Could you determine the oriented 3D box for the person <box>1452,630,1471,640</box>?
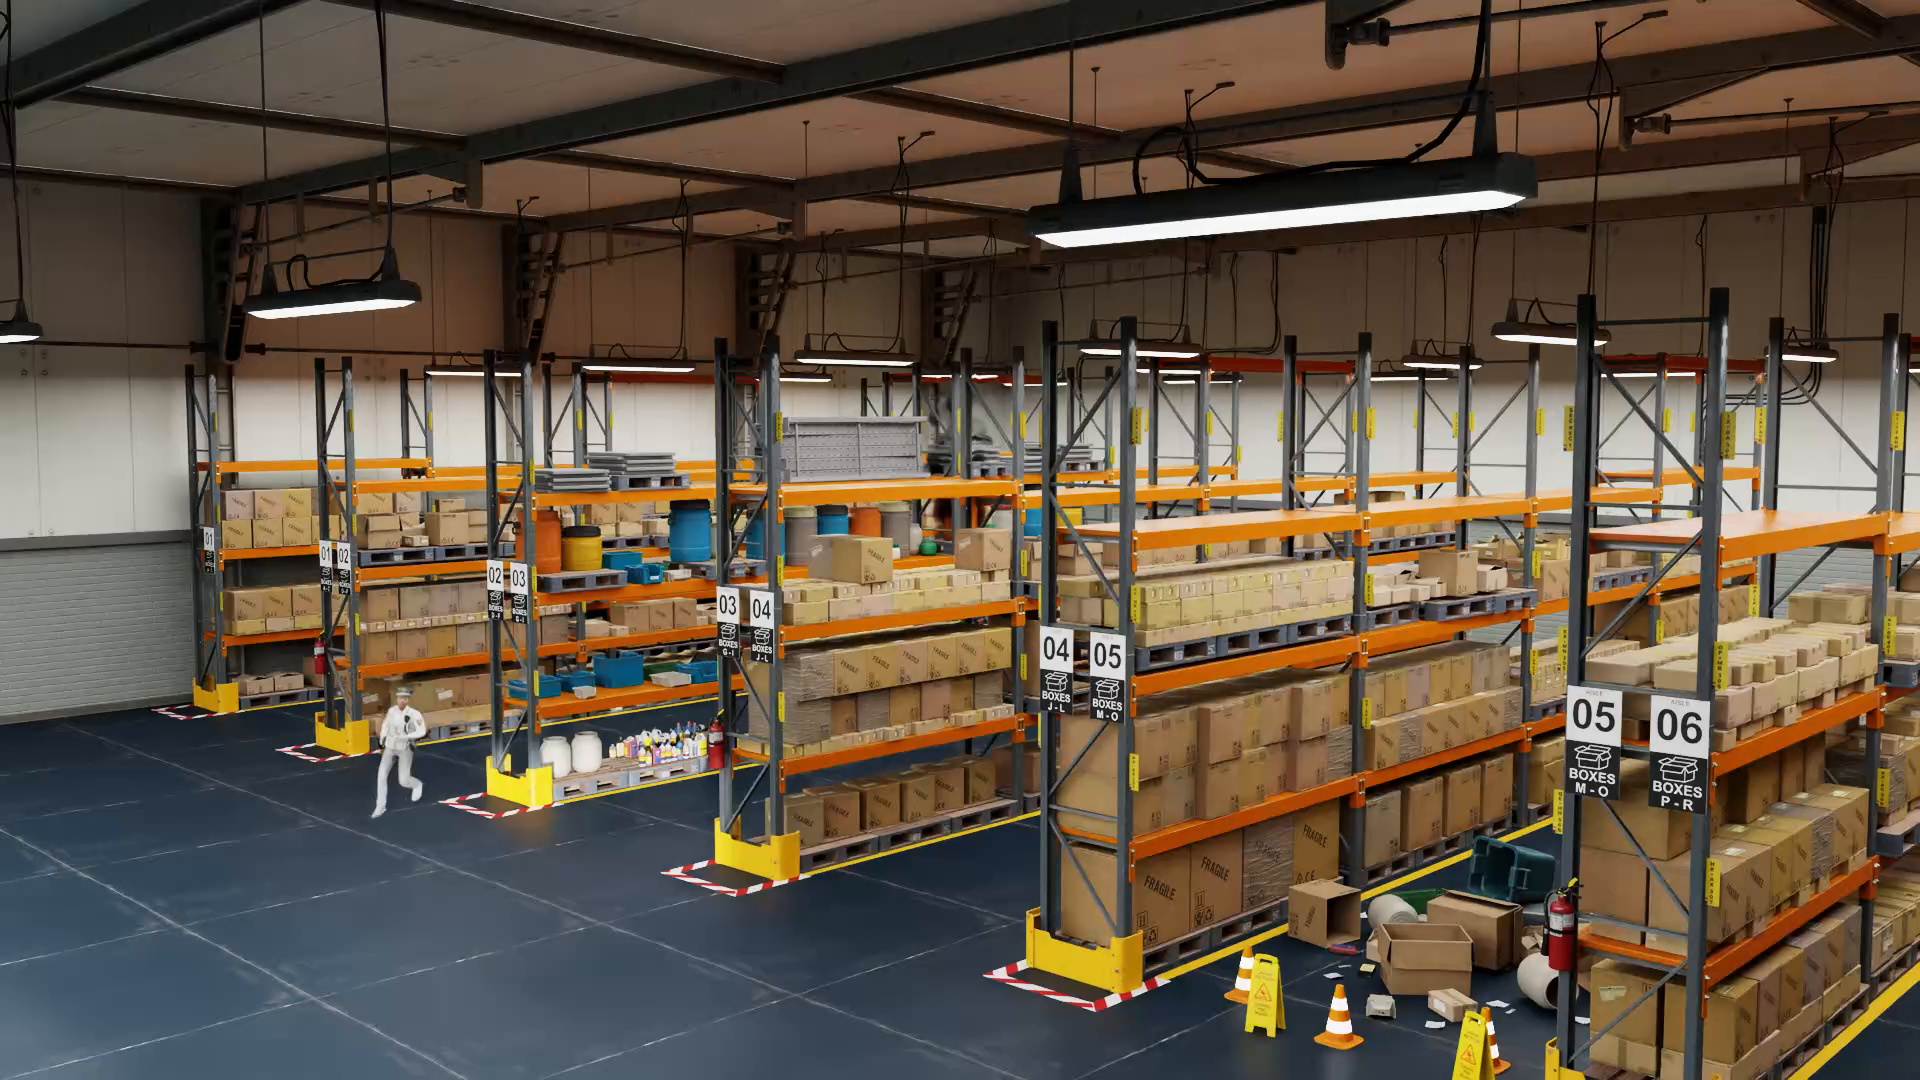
[{"bbox_3d":[9.382,1.894,31.295,0.643,1.735,0.606,-3,6,-38],"label":"person"}]

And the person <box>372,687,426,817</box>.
[{"bbox_3d":[-7.231,2.719,21.565,0.646,1.657,0.781,1,4,7],"label":"person"}]

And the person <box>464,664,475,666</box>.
[{"bbox_3d":[-8.544,2.078,29.068,0.569,1.686,0.884,3,5,33],"label":"person"}]
